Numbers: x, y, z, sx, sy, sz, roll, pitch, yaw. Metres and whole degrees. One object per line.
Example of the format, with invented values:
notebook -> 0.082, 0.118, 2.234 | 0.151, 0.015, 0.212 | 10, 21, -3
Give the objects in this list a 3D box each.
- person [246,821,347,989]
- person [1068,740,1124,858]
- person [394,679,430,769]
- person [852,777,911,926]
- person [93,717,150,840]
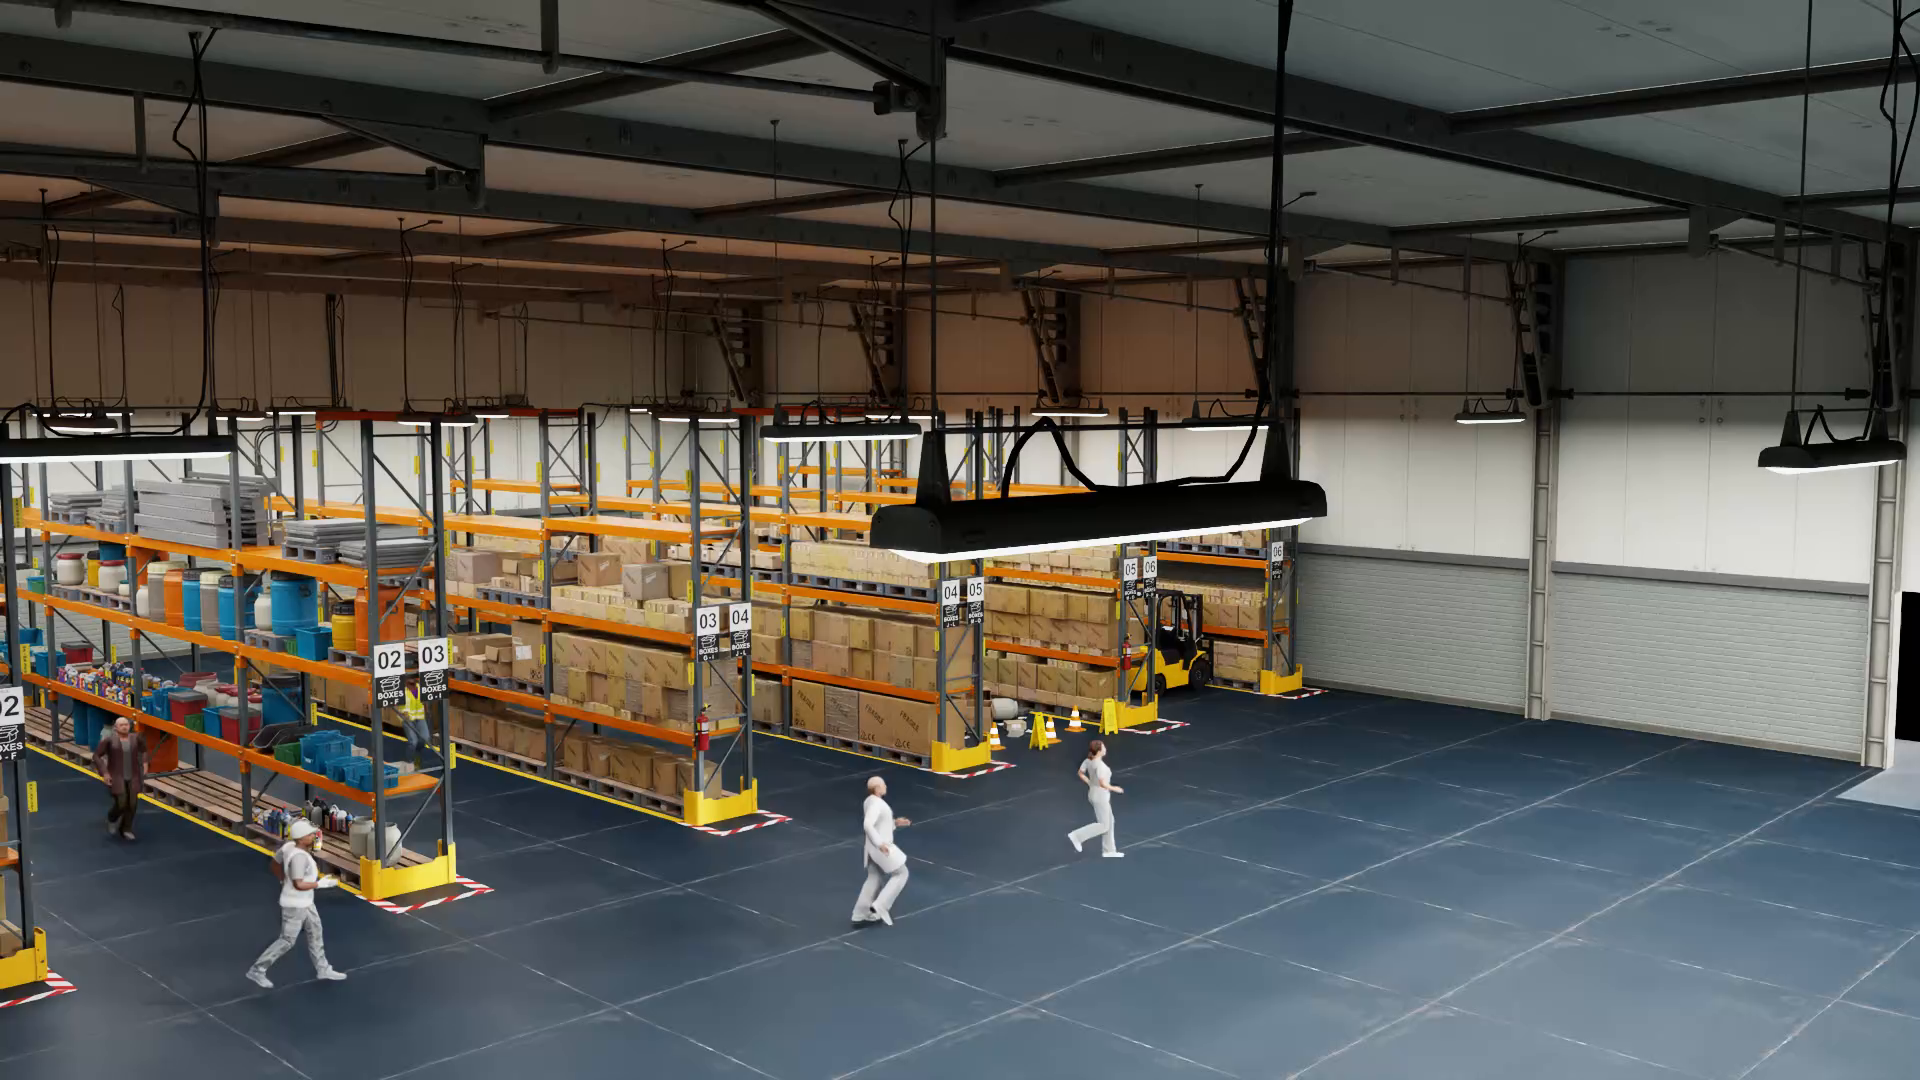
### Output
person -> -7.047, 3.863, 17.605 | 0.991, 1.782, 0.643 | -2, 5, -20
person -> 1.836, 3.519, 22.528 | 0.828, 1.653, 0.574 | -2, 5, -18
person -> -9.143, 2.999, 27.842 | 0.569, 1.721, 0.674 | 5, 7, 44
person -> -0.927, 3.697, 19.802 | 0.745, 1.783, 0.683 | -2, 6, -23
person -> -11.854, 3.375, 23.601 | 0.633, 1.747, 0.726 | 5, 7, 42
